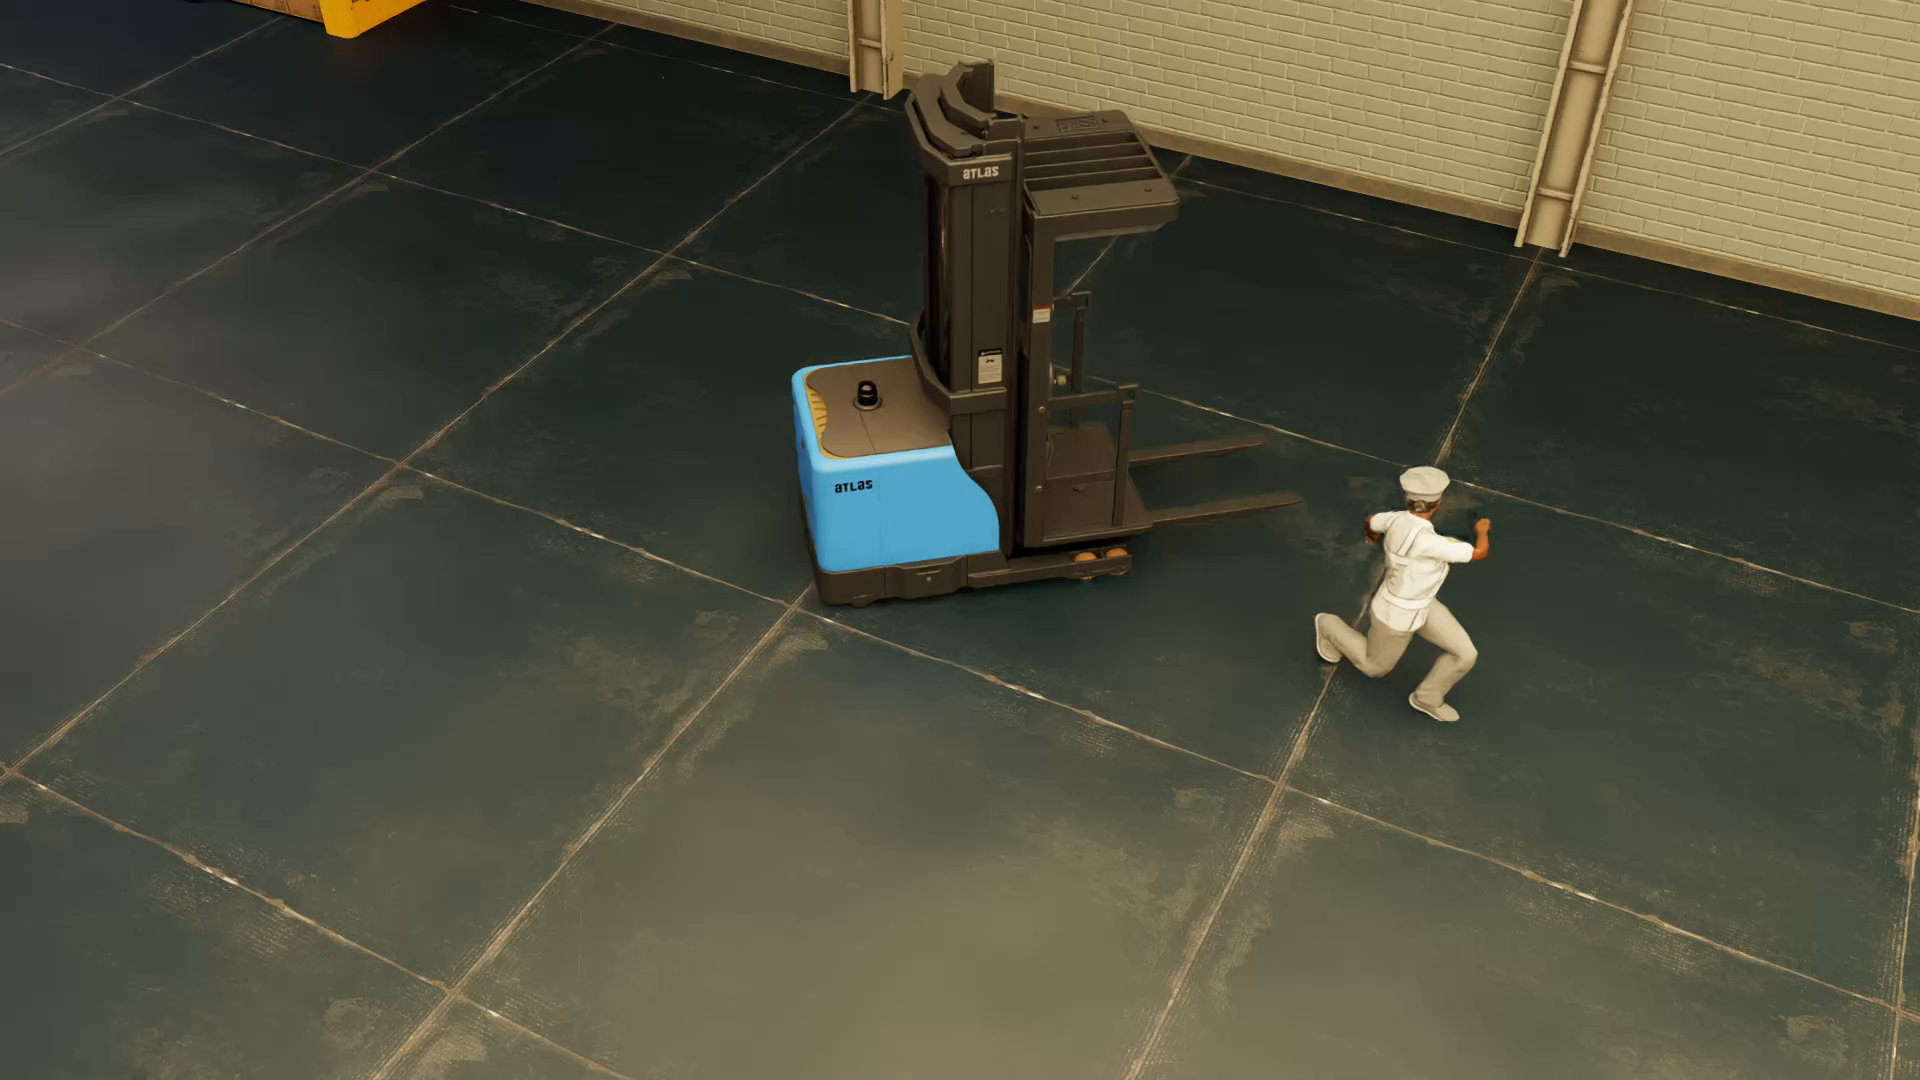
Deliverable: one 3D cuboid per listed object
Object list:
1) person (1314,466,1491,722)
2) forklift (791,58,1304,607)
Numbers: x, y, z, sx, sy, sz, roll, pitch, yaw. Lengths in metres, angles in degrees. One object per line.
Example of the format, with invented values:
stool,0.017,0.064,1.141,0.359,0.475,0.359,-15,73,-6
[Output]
person,2.409,0.230,8.938,0.921,1.426,0.714,21,44,23
forklift,0.564,-1.208,9.421,3.031,2.935,1.130,-8,41,-9
